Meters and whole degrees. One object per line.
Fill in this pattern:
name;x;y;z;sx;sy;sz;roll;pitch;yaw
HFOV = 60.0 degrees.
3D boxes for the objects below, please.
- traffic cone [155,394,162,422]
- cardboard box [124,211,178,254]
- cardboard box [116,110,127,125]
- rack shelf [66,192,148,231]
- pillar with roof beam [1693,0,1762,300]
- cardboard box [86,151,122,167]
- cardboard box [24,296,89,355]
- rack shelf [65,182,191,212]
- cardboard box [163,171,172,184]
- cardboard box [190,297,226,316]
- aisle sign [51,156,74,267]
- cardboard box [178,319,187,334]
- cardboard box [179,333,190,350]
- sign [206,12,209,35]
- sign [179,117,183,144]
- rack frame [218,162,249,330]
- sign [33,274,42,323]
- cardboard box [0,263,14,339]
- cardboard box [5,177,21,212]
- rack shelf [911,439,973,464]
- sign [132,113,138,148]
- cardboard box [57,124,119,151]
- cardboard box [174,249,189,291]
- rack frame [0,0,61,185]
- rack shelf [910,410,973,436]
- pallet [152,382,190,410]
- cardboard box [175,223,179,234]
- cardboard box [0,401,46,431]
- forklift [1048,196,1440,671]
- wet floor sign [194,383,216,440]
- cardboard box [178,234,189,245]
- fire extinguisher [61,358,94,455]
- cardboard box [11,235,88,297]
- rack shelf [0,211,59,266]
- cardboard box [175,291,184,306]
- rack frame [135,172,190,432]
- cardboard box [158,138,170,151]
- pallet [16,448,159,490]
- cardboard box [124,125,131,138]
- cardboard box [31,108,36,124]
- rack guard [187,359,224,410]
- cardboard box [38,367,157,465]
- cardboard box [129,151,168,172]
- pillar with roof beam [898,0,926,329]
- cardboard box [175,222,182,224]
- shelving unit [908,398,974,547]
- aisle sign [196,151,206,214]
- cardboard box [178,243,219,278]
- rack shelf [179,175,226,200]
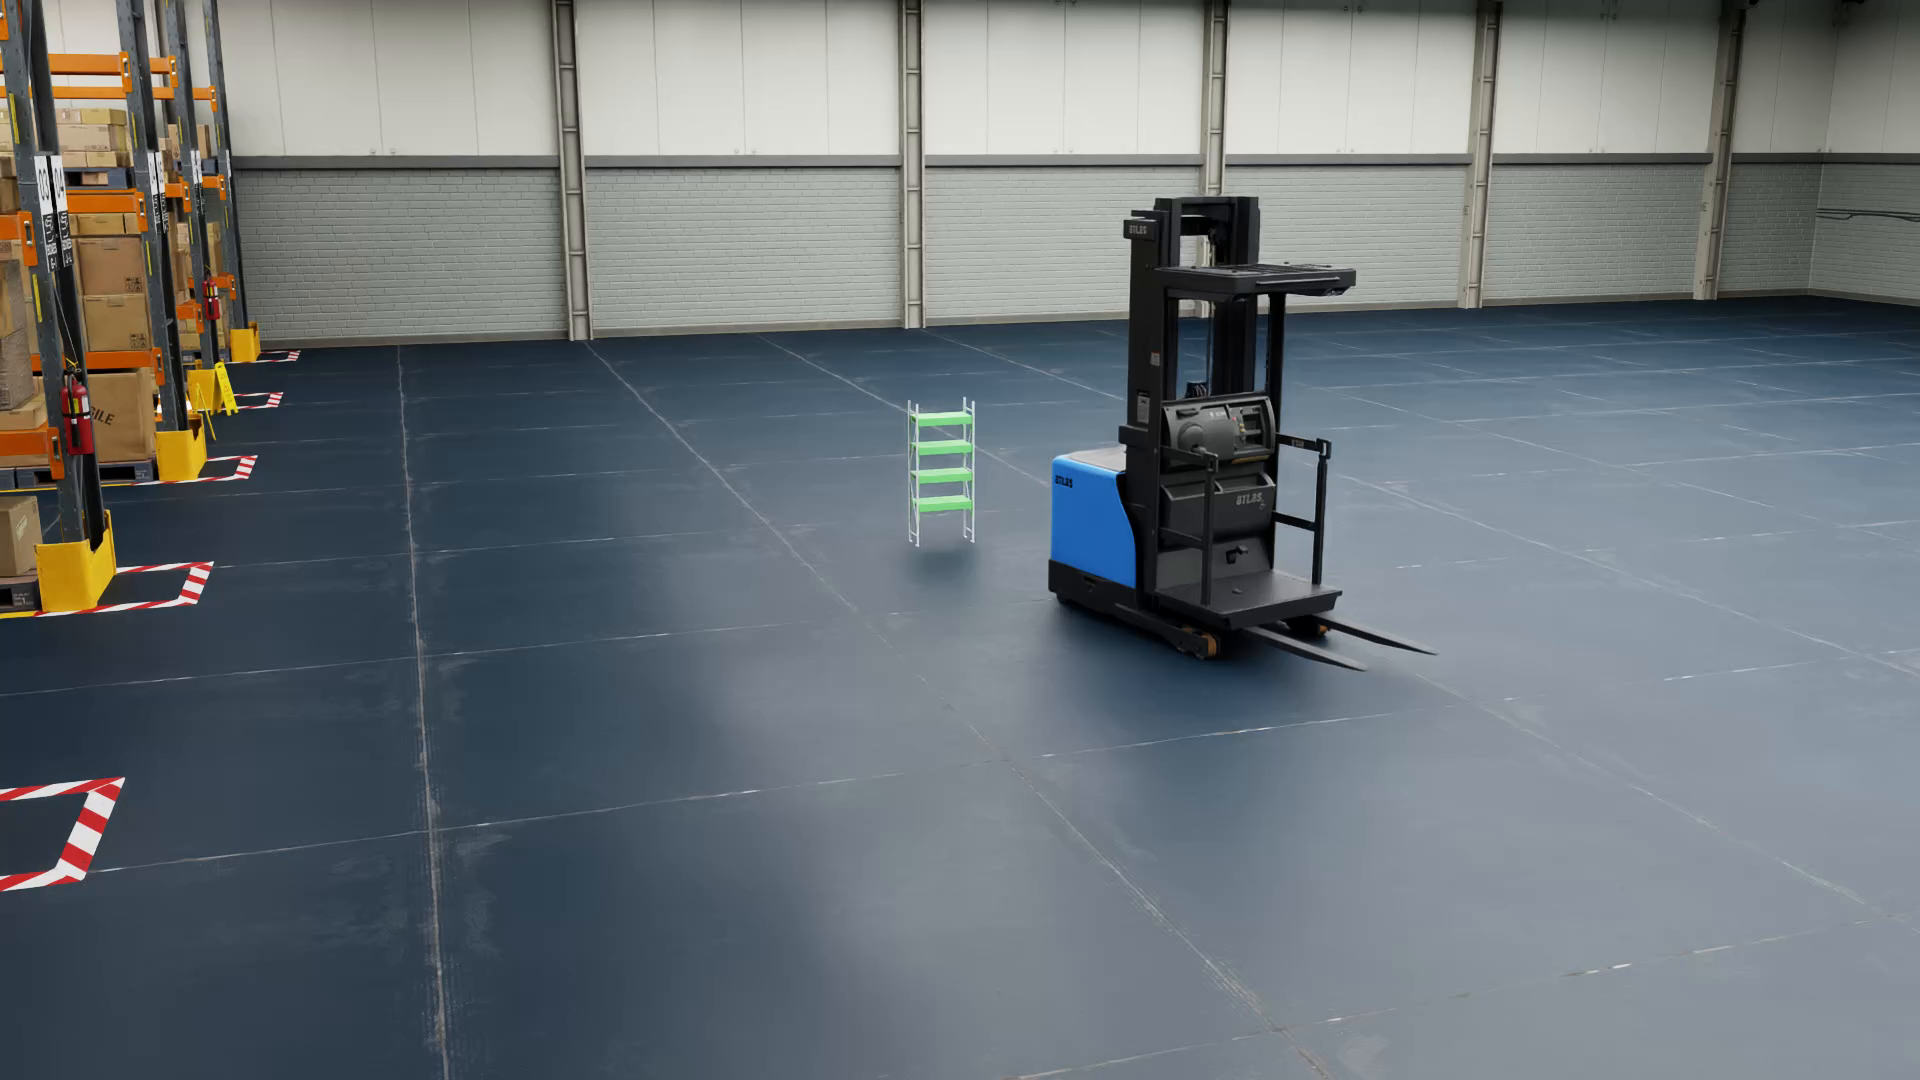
traffic cone;-9.700;-1.704;20.305;0.334;0.463;0.336;-4;14;-18
cardboard box;-10.118;-3.847;20.813;0.500;0.500;0.700;-5;14;-19
cardboard box;-8.447;-4.197;16.521;0.250;0.149;0.380;-4;14;-17
rack shelf;-9.925;-3.136;15.917;4.000;0.370;1.077;-4;14;-18
pillar with roof beam;17.568;-8.676;31.170;0.548;9.000;9.100;-4;14;-18
cardboard box;-8.236;-3.665;16.008;0.250;0.149;0.380;-4;14;-18
cardboard box;-8.881;-2.165;16.437;0.550;0.550;0.875;-4;14;-18
rack shelf;-11.599;-4.214;20.450;4.000;0.370;1.077;-4;14;-18
cardboard box;-9.953;-4.502;20.648;0.250;0.149;0.380;-4;14;-18
cardboard box;-11.627;-3.592;25.634;0.500;0.250;0.500;-4;14;-16
aisle sign;-6.580;-2.414;12.192;0.004;0.787;0.394;-4;14;-18
cardboard box;-12.131;-3.312;25.537;0.500;0.250;0.500;-5;14;-19
cardboard box;-12.109;-3.069;25.597;0.500;0.250;0.500;-4;14;-18
sign;-11.131;-7.632;24.594;0.005;0.325;0.100;-4;14;-18
sign;-9.546;-5.019;20.367;0.005;0.325;0.100;-4;14;-18
rack frame;-11.290;-4.341;25.910;0.127;3.000;1.000;-4;14;-18
sign;-6.385;-1.673;11.508;0.005;0.325;0.100;-4;14;-18
cardboard box;-6.986;-1.664;11.637;0.500;0.500;0.500;-4;14;-18
cardboard box;-7.082;-2.486;11.956;0.500;0.250;0.500;-4;14;-16
rack shelf;-0.157;-0.743;13.912;0.480;0.148;0.258;-4;14;-18
sign;-7.869;-3.906;15.857;0.005;0.325;0.100;-4;14;-18
cardboard box;-8.404;-3.861;15.968;0.500;0.250;0.500;-4;14;-17
cardboard box;-10.241;-3.472;21.397;0.500;0.500;0.500;-5;14;-19
rack frame;-6.543;-3.998;11.503;0.127;3.000;1.000;-4;14;-18
rack shelf;-0.157;-0.976;13.856;0.480;0.148;0.258;-4;14;-18
pallet;-10.557;-1.838;21.414;1.213;0.211;1.003;-4;14;-18
cardboard box;-12.026;-4.727;25.272;0.250;0.149;0.380;-4;14;-17
cardboard box;-6.747;-0.890;11.947;0.250;0.149;0.380;-4;14;-18
forklift;1.870;-0.767;11.035;1.130;2.935;3.031;-8;16;-32
wet floor sign;-8.633;-1.465;18.909;0.232;0.644;0.267;-7;15;-28
cardboard box;-11.762;-4.593;25.351;0.250;0.149;0.380;-4;14;-17
fire extinguisher;-6.288;-0.949;11.817;0.183;0.674;0.296;-4;14;-18
cardboard box;-8.885;-2.693;16.324;0.550;0.550;0.875;-4;14;-18
rack shelf;-8.439;-2.041;11.313;4.000;0.370;1.077;-4;14;-18
cardboard box;-9.990;-3.056;21.050;0.250;0.149;0.380;-4;14;-16
rack frame;-8.029;-2.174;16.802;0.127;3.000;1.000;-4;14;-18
cardboard box;-9.930;-4.888;20.547;0.250;0.149;0.380;-4;14;-18
pallet;-8.762;-0.741;16.804;1.213;0.211;1.003;-4;14;-18
cardboard box;-12.635;-5.962;24.904;0.500;0.500;0.700;-4;14;-18
cardboard box;-8.720;-4.016;15.758;0.250;0.149;0.380;-4;14;-17
rack guard;-9.776;-2.031;21.600;0.348;0.500;1.175;-4;14;-18
cardboard box;-8.651;-1.280;16.728;0.875;0.875;0.875;-4;14;-18
cardboard box;-10.103;-4.687;20.563;0.500;0.250;0.500;-5;14;-19
pillar with roof beam;0.509;-7.347;25.585;0.400;9.000;9.100;-4;14;-18
cardboard box;-12.181;-4.837;25.737;0.250;0.149;0.380;-4;14;-17
shelving unit;-0.157;-0.571;13.953;0.503;1.200;0.258;-4;14;-18
aisle sign;-9.744;-4.590;21.339;0.004;0.787;0.394;-4;14;-18
cardboard box;-11.673;-4.296;25.504;0.500;0.500;0.500;-5;14;-19
rack shelf;-13.186;-5.303;25.026;4.000;0.370;1.077;-4;14;-18
